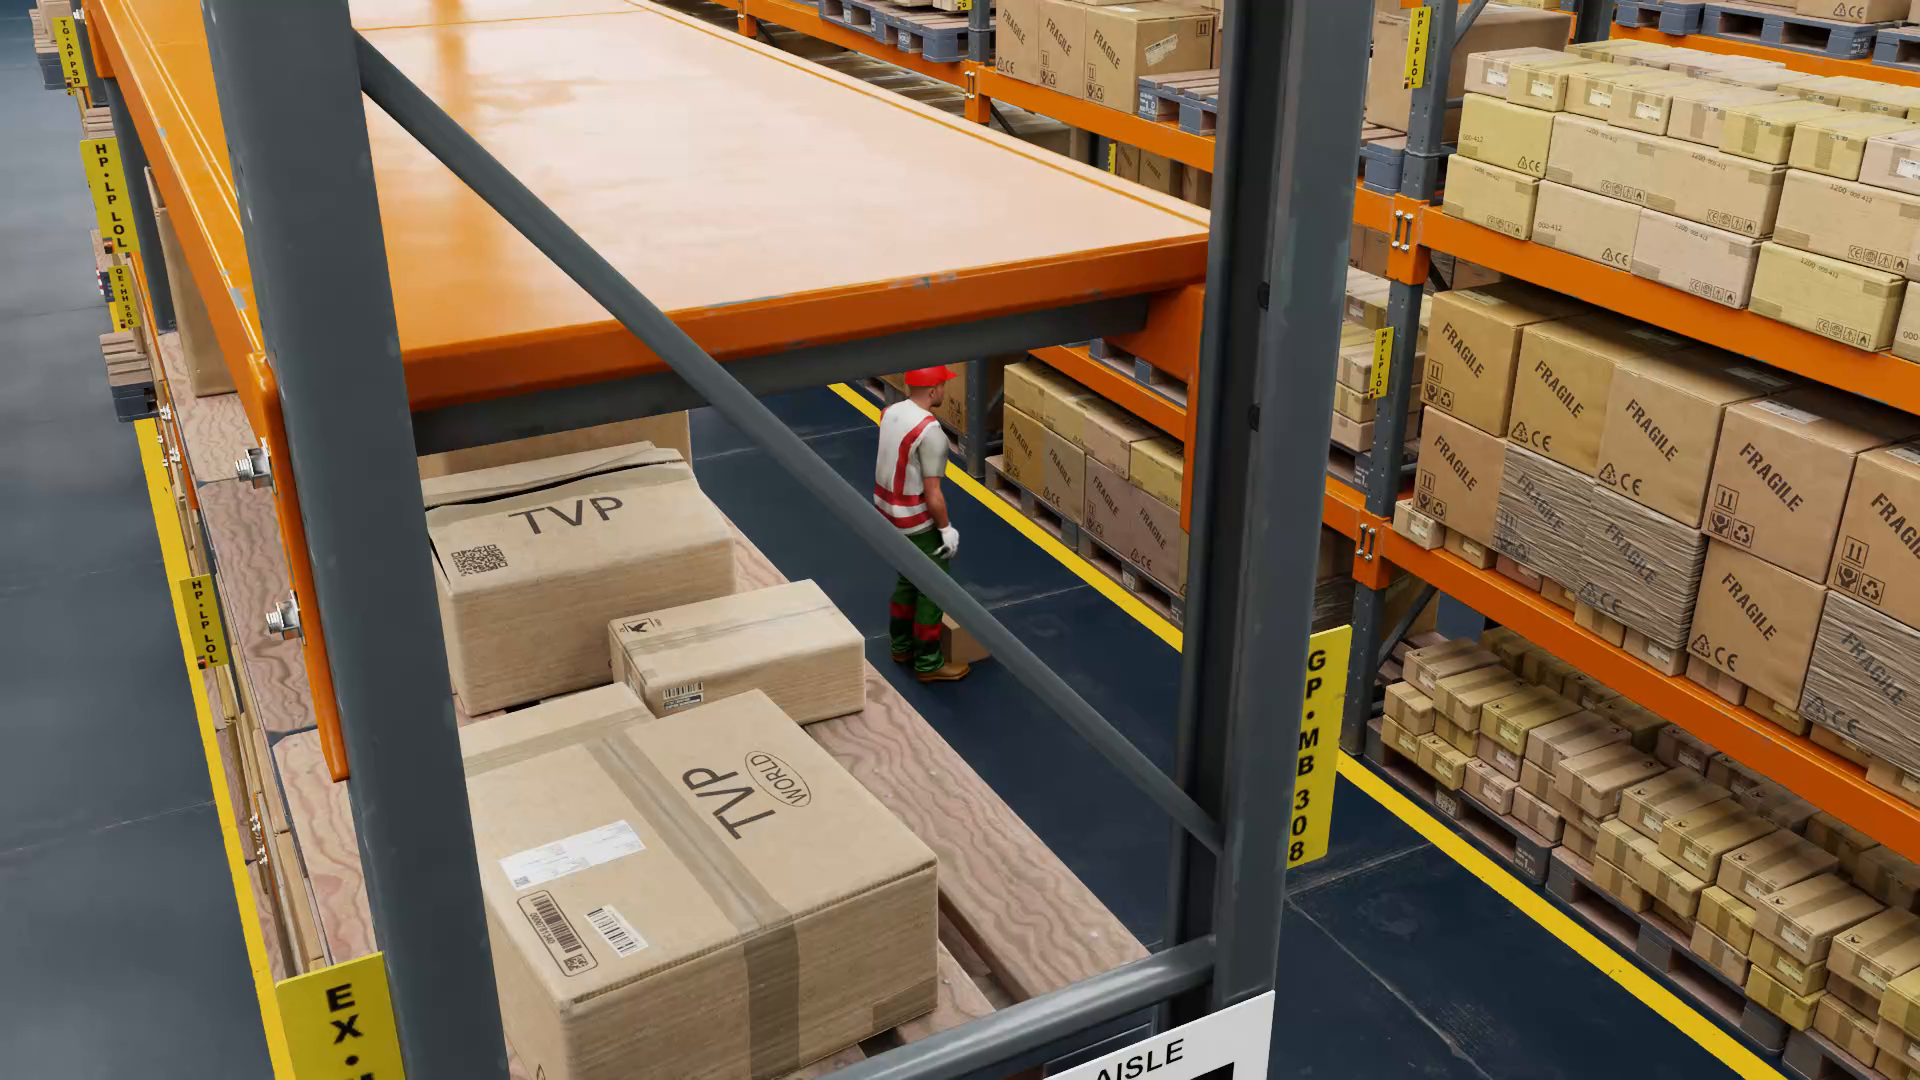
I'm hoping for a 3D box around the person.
[{"bbox_3d":[-0.209,-0.116,8.839,0.449,1.778,0.610,-14,29,-27],"label":"person"}]
